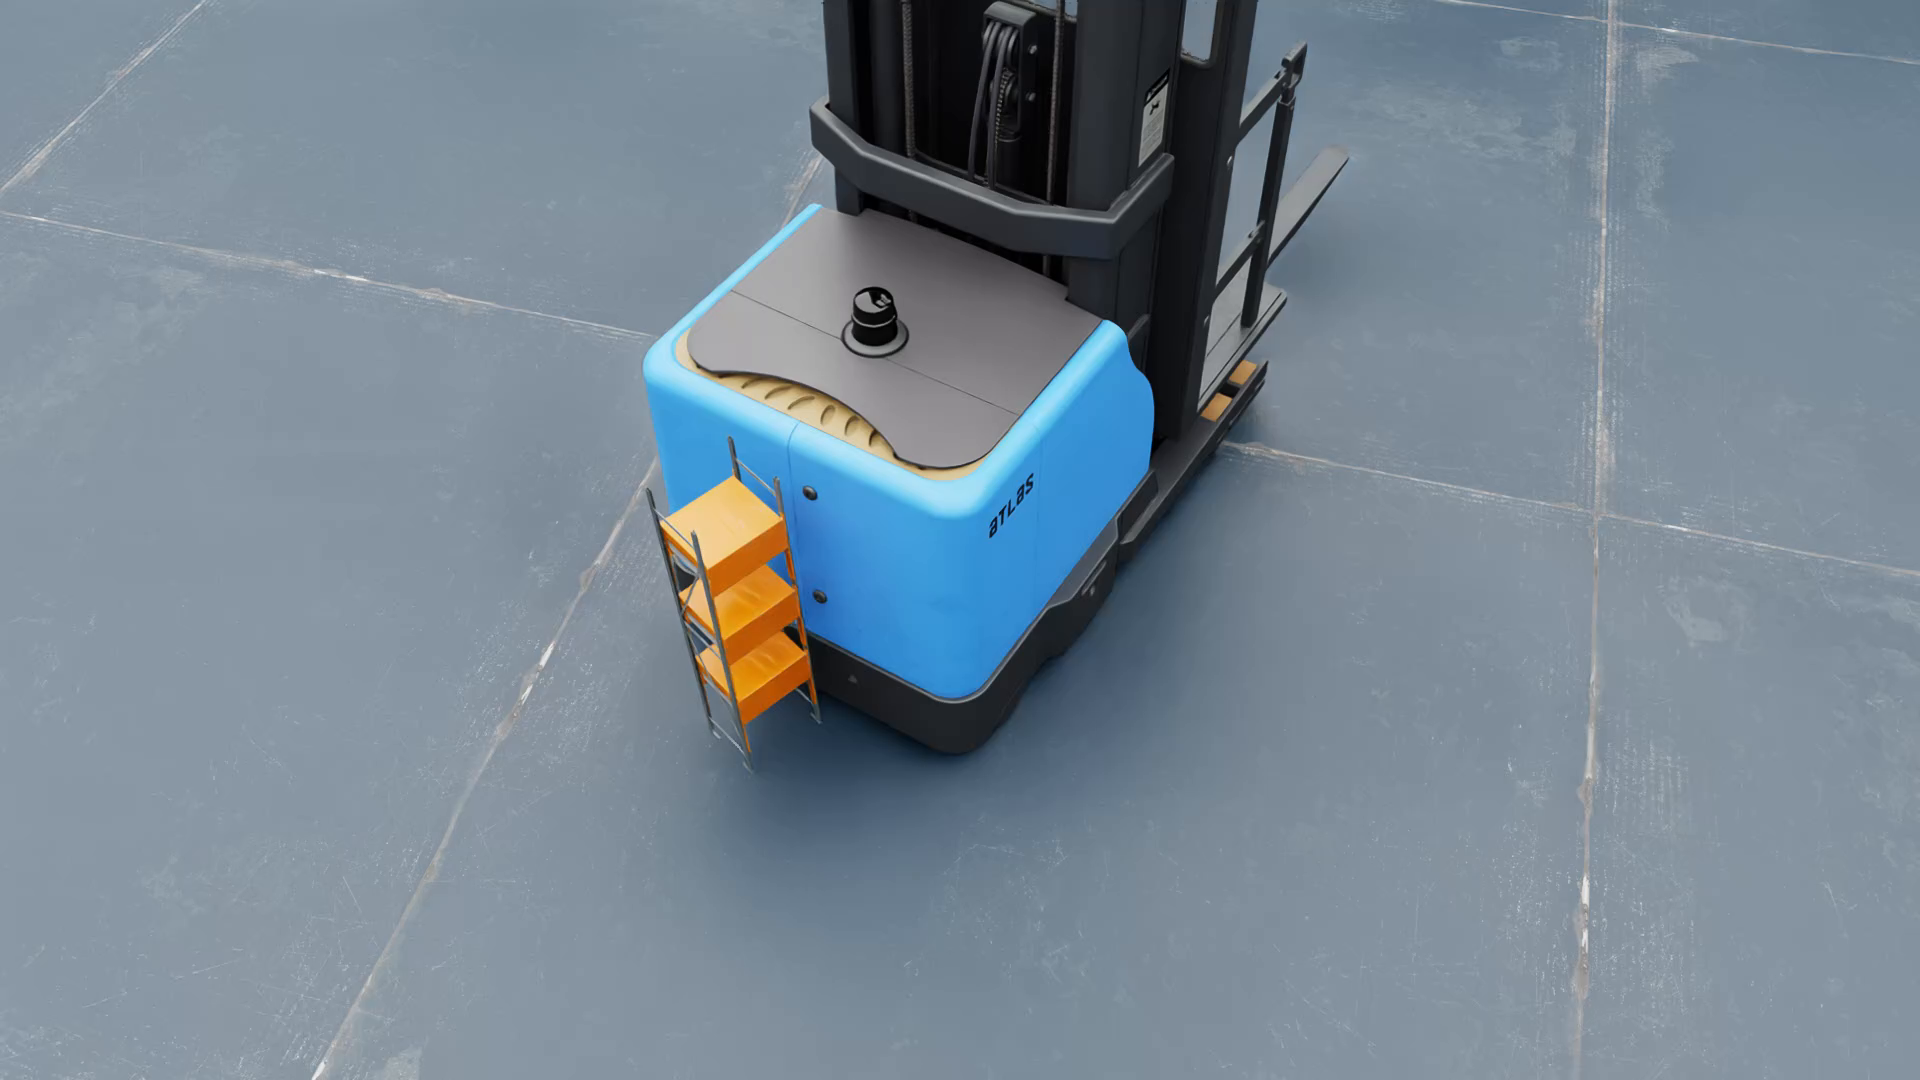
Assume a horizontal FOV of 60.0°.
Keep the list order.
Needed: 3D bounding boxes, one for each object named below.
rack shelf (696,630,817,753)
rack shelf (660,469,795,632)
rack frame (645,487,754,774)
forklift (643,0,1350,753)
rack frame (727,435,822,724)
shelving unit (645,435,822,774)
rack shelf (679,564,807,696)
[{"bbox_3d":[-0.564,0.385,4.587,0.240,0.259,0.215,-36,57,-24],"label":"rack shelf"},{"bbox_3d":[-0.583,0.026,4.156,0.240,0.259,0.215,-36,57,-24],"label":"rack shelf"},{"bbox_3d":[-0.664,0.265,4.316,0.008,1.050,0.200,-36,57,-24],"label":"rack frame"},{"bbox_3d":[0.378,-1.467,4.590,1.130,2.935,3.031,25,53,21],"label":"forklift"},{"bbox_3d":[-0.483,0.136,4.416,0.008,1.050,0.200,-36,57,-24],"label":"rack frame"},{"bbox_3d":[-0.574,0.200,4.366,0.252,1.050,0.215,-36,57,-24],"label":"shelving unit"},{"bbox_3d":[-0.573,0.207,4.374,0.240,0.259,0.215,-36,57,-24],"label":"rack shelf"}]
